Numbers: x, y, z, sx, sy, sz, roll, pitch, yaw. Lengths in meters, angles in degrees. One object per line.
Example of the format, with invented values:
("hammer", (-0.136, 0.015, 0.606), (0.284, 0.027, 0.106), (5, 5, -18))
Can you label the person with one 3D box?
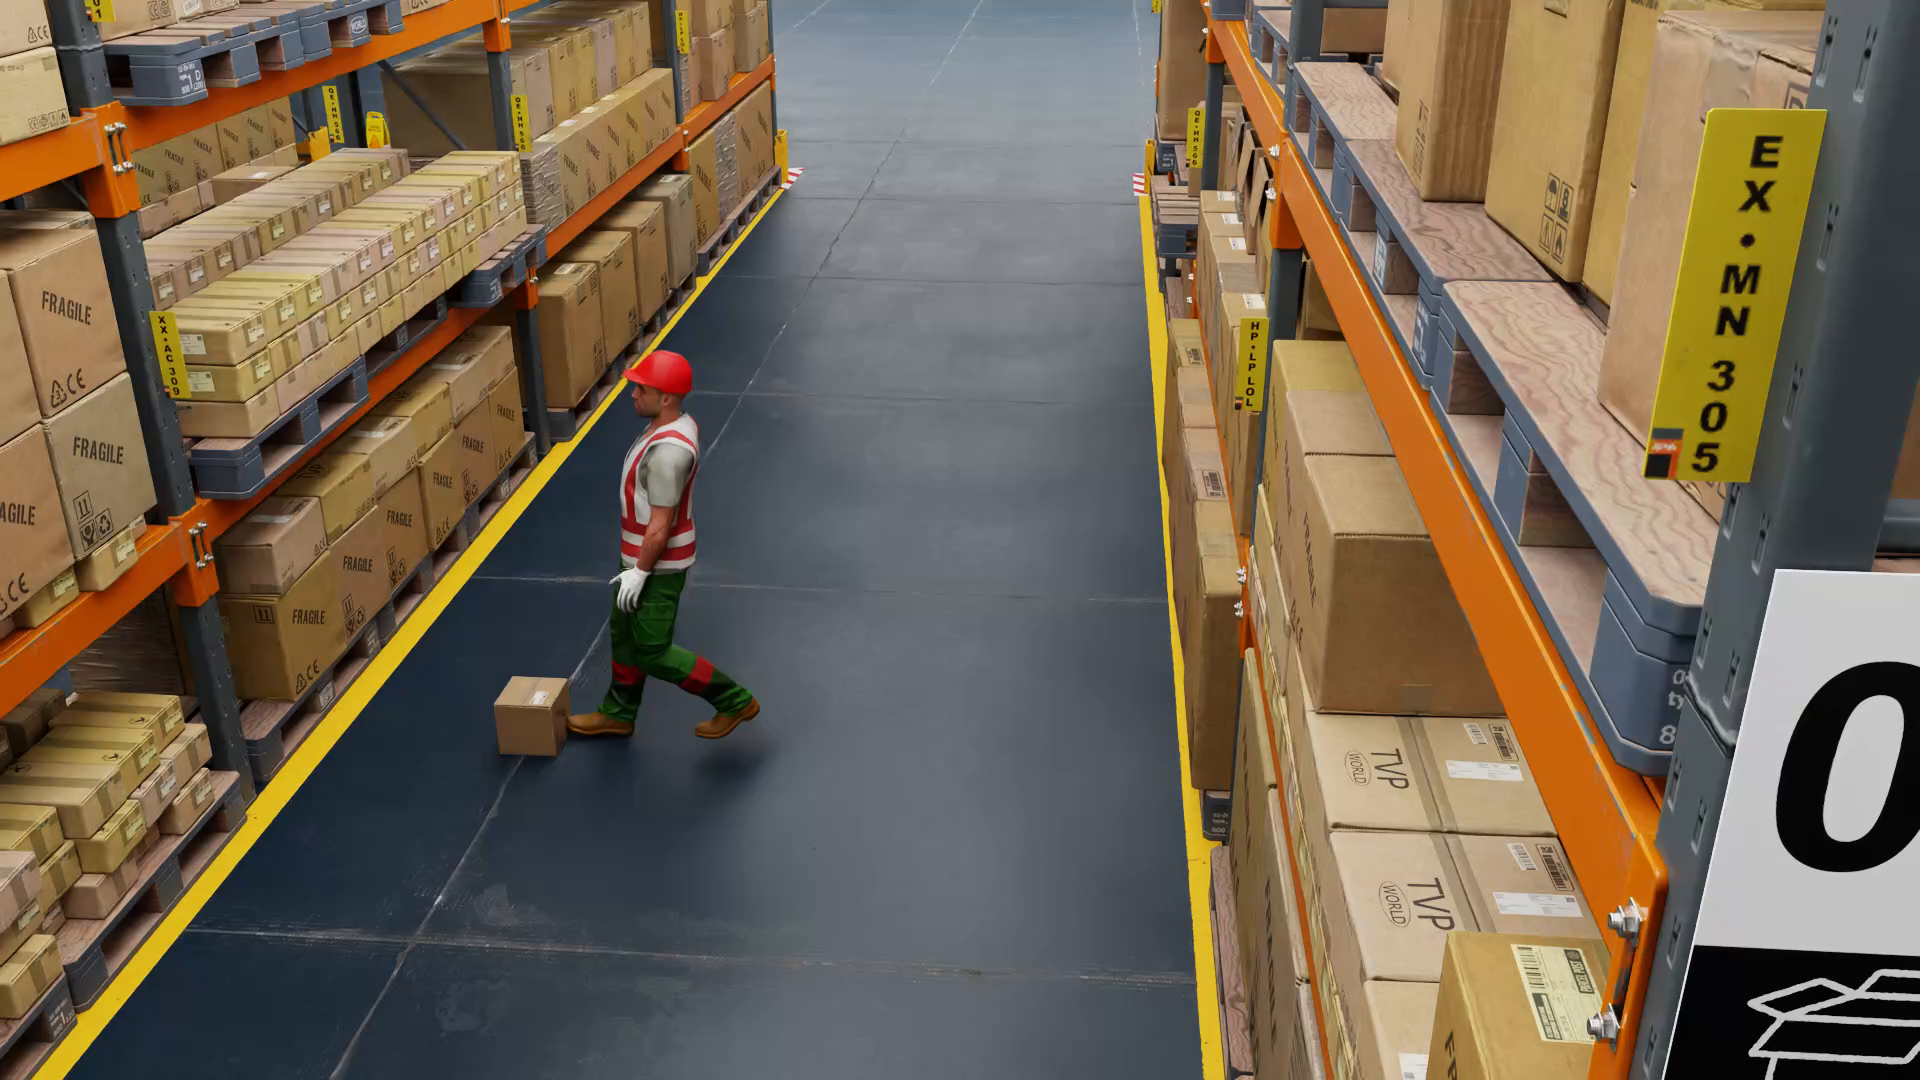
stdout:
("person", (-1.297, 0.071, 6.926), (0.852, 1.764, 0.546), (-4, 25, -8))
